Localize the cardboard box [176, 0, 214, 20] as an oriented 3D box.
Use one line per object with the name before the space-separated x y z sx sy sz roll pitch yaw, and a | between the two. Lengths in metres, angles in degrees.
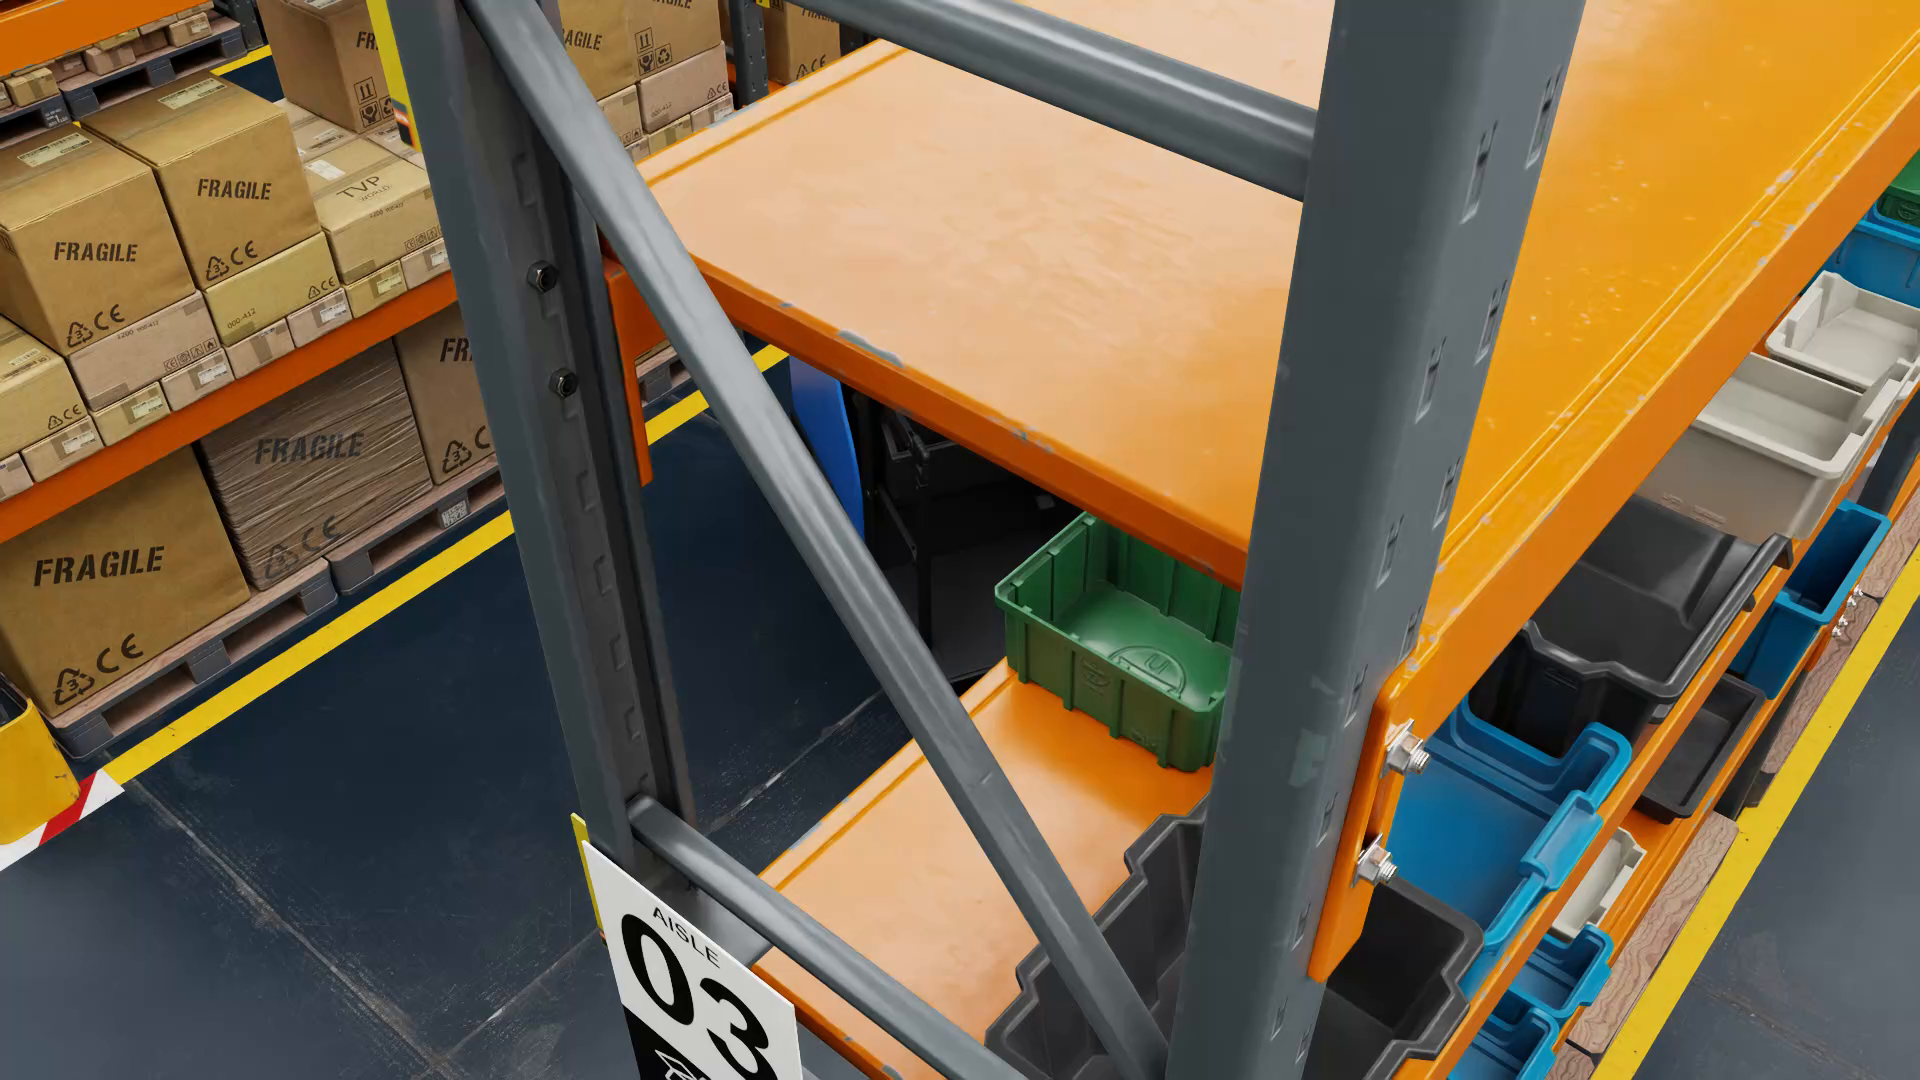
cardboard box | -4.994 -3.481 10.617 0.380 0.149 0.250 31 50 29

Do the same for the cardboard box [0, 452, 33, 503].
cardboard box | -3.396 -0.258 5.673 0.380 0.149 0.250 30 50 29

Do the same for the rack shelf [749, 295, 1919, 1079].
rack shelf | 1.201 -0.040 3.552 1.077 0.370 4.000 29 50 28

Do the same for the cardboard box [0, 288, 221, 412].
cardboard box | -3.032 -0.767 5.936 0.500 0.250 0.500 29 50 28

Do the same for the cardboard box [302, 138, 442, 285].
cardboard box | -2.375 -1.295 6.517 0.500 0.250 0.500 29 49 28

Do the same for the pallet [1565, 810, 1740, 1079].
pallet | 2.044 1.201 5.955 1.003 0.211 1.213 29 50 28

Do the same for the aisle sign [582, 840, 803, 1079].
aisle sign | -0.357 0.782 2.411 0.394 0.787 0.004 29 50 28

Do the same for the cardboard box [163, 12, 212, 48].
cardboard box | -5.026 -3.321 10.662 0.380 0.149 0.250 30 50 29

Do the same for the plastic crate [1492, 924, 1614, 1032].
plastic crate | 1.365 1.056 4.121 0.416 0.233 0.300 29 50 28

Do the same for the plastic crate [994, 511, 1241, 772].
plastic crate | 0.330 0.170 2.943 0.450 0.188 0.336 29 50 28

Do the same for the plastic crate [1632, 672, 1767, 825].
plastic crate | 1.973 0.546 4.762 0.437 0.125 0.590 29 50 28

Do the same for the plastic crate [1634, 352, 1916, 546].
plastic crate | 1.576 -0.240 3.325 0.437 0.282 0.530 29 50 28

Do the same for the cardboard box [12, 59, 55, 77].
cardboard box | -5.703 -2.964 10.049 0.380 0.149 0.250 31 51 29

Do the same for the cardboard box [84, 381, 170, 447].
cardboard box | -3.068 -0.523 5.964 0.380 0.149 0.250 28 49 28

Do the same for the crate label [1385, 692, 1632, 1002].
crate label | 0.755 0.443 2.596 0.408 0.251 0.502 29 50 28

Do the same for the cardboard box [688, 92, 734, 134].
cardboard box | -1.249 -1.979 7.566 0.380 0.149 0.250 30 50 29

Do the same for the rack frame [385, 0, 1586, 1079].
rack frame | -0.087 -0.386 1.168 1.000 3.000 0.127 29 50 28

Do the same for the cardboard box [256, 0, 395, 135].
cardboard box | -2.461 -2.047 6.787 0.500 0.500 0.500 28 49 27

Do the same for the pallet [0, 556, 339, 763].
pallet | -3.423 0.275 6.973 1.003 0.211 1.213 29 50 28

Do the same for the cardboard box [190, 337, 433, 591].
cardboard box | -2.941 -0.513 7.034 0.875 0.875 0.875 29 50 28

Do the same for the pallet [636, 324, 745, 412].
pallet | -1.853 -0.981 8.355 1.003 0.211 1.213 29 50 28

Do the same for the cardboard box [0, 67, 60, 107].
cardboard box | -5.692 -2.788 10.076 0.380 0.149 0.250 29 50 28

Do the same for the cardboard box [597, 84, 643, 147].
cardboard box | -1.718 -1.817 7.091 0.500 0.250 0.500 31 51 30

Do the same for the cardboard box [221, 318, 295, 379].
cardboard box | -2.737 -0.788 6.256 0.380 0.149 0.250 29 49 28

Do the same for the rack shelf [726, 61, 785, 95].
rack shelf | -0.016 -3.134 9.185 1.077 0.370 4.000 29 50 28

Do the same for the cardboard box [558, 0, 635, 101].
cardboard box | -1.720 -2.094 6.839 0.500 0.500 0.500 30 50 29

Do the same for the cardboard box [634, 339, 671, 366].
cardboard box | -1.789 -1.435 8.048 0.875 0.875 0.875 29 50 28

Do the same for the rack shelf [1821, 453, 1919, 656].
rack shelf | 3.775 -0.990 6.826 1.077 0.370 4.000 29 50 28

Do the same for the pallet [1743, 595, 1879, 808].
pallet | 3.016 0.426 6.807 1.003 0.211 1.213 29 50 28

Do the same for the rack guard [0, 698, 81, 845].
rack guard | -3.893 0.626 6.372 1.175 0.500 0.348 29 50 28

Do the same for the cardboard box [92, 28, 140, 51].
cardboard box | -5.318 -3.191 10.298 0.380 0.149 0.250 28 49 27

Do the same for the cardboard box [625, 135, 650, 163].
cardboard box | -1.580 -1.714 7.275 0.380 0.149 0.250 29 50 28

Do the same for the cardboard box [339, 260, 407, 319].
cardboard box | -2.408 -1.051 6.545 0.380 0.149 0.250 28 49 27

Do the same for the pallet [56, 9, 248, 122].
pallet | -5.440 -3.177 10.770 1.003 0.211 1.213 29 50 28

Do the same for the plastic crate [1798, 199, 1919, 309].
plastic crate | 2.146 -0.667 3.831 0.416 0.233 0.300 29 50 28

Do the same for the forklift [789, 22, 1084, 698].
forklift | 0.228 -0.693 6.016 1.130 2.935 3.031 -15 44 -16

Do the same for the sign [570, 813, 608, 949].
sign | -0.518 0.532 2.465 0.100 0.325 0.005 29 50 28

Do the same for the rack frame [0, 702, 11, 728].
rack frame | -3.878 -0.311 5.545 1.000 3.000 0.127 29 50 28

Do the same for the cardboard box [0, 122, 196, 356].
cardboard box | -3.040 -1.031 5.669 0.500 0.500 0.500 28 49 28

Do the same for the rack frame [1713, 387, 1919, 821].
rack frame | 2.488 -0.226 5.452 1.000 3.000 0.127 29 50 28

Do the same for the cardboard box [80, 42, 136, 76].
cardboard box | -5.378 -3.060 10.375 0.380 0.149 0.250 28 49 27

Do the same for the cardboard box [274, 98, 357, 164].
cardboard box | -2.782 -1.523 6.768 0.500 0.250 0.500 30 50 29

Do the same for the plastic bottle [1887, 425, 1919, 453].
plastic bottle | 3.313 -0.442 5.781 0.152 0.276 0.135 29 50 28

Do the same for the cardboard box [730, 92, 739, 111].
cardboard box | -0.907 -2.078 8.755 1.225 0.875 0.875 30 50 29
